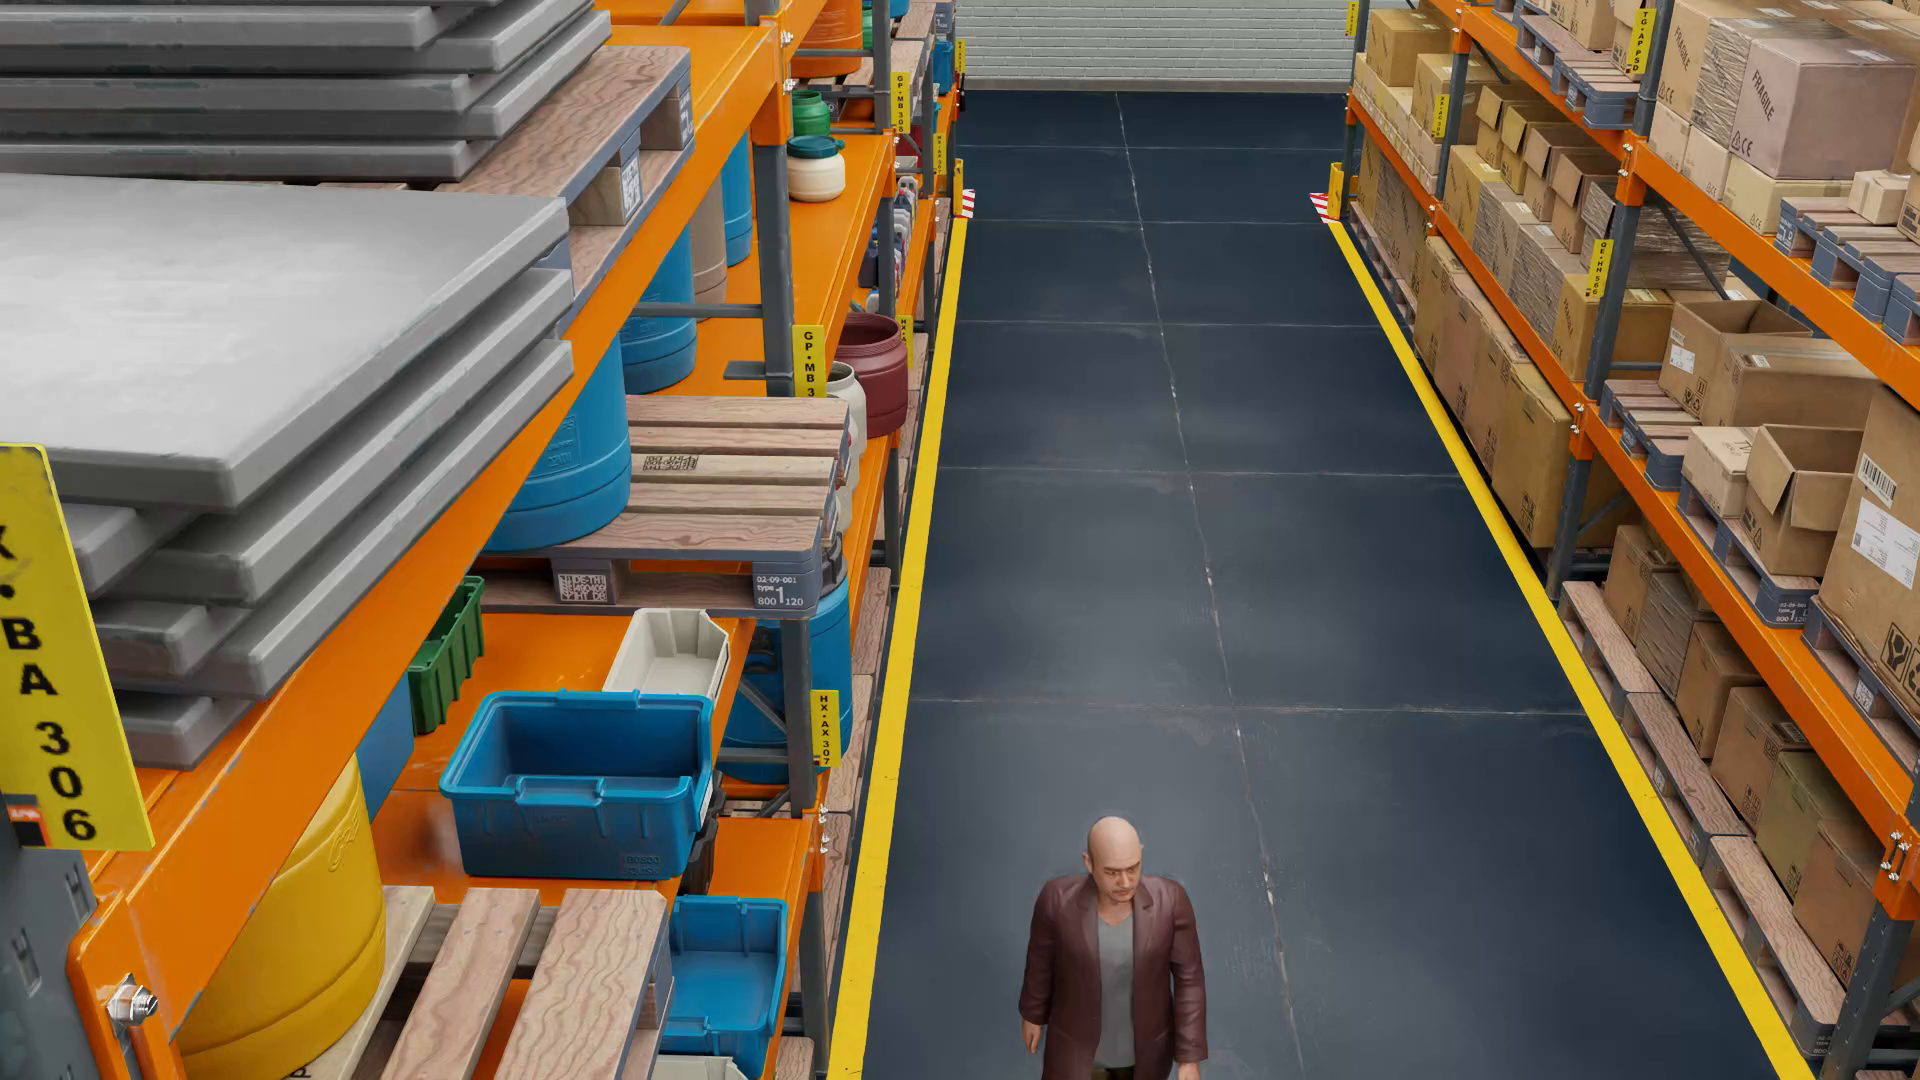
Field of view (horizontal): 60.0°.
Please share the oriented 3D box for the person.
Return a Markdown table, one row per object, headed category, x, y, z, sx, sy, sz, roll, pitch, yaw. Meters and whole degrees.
| category | x | y | z | sx | sy | sz | roll | pitch | yaw |
| --- | --- | --- | --- | --- | --- | --- | --- | --- | --- |
| person | 0.508 | 1.737 | 5.557 | 0.597 | 1.740 | 1.068 | -2 | 28 | -3 |
